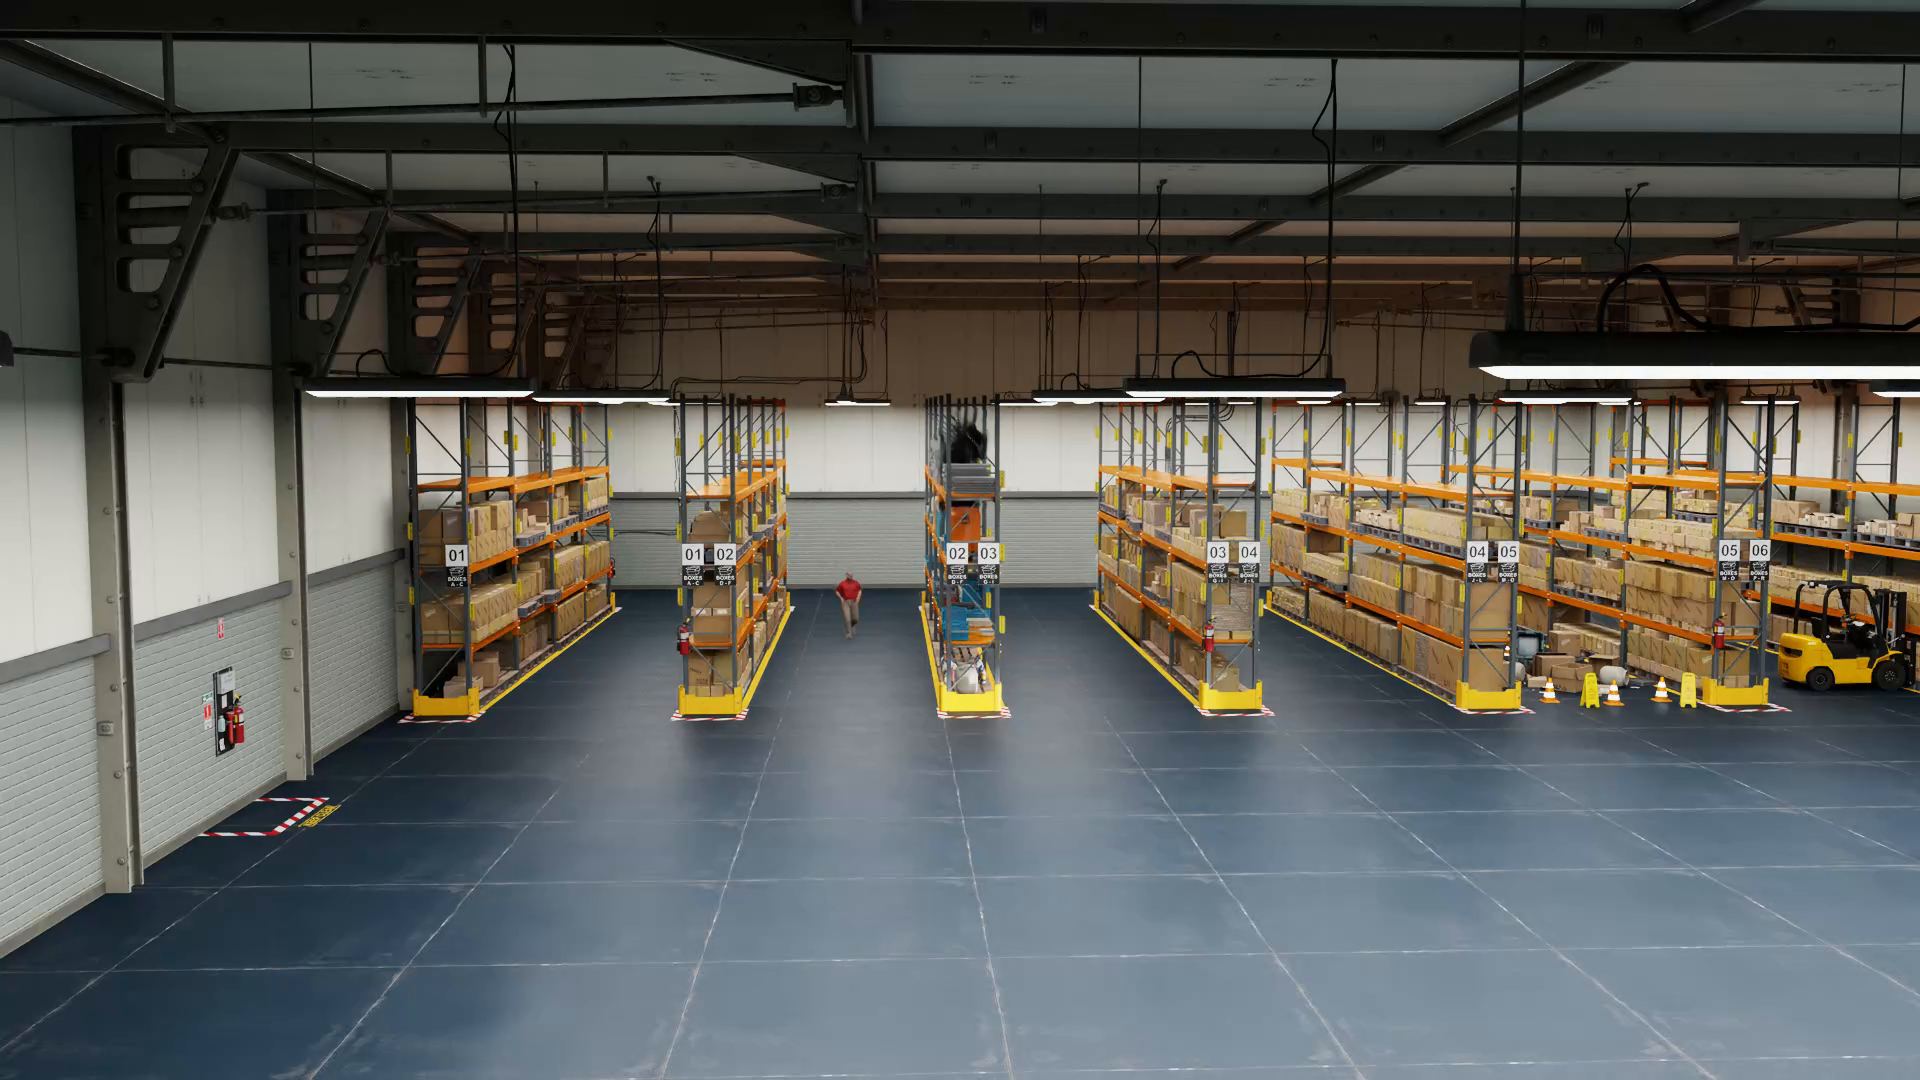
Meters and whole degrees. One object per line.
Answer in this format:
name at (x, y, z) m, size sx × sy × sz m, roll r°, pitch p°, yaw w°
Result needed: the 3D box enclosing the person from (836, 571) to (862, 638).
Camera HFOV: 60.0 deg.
person at (-2.761, 1.605, 41.509) m, size 0.661 × 1.673 × 0.606 m, roll -1°, pitch 5°, yaw -12°
